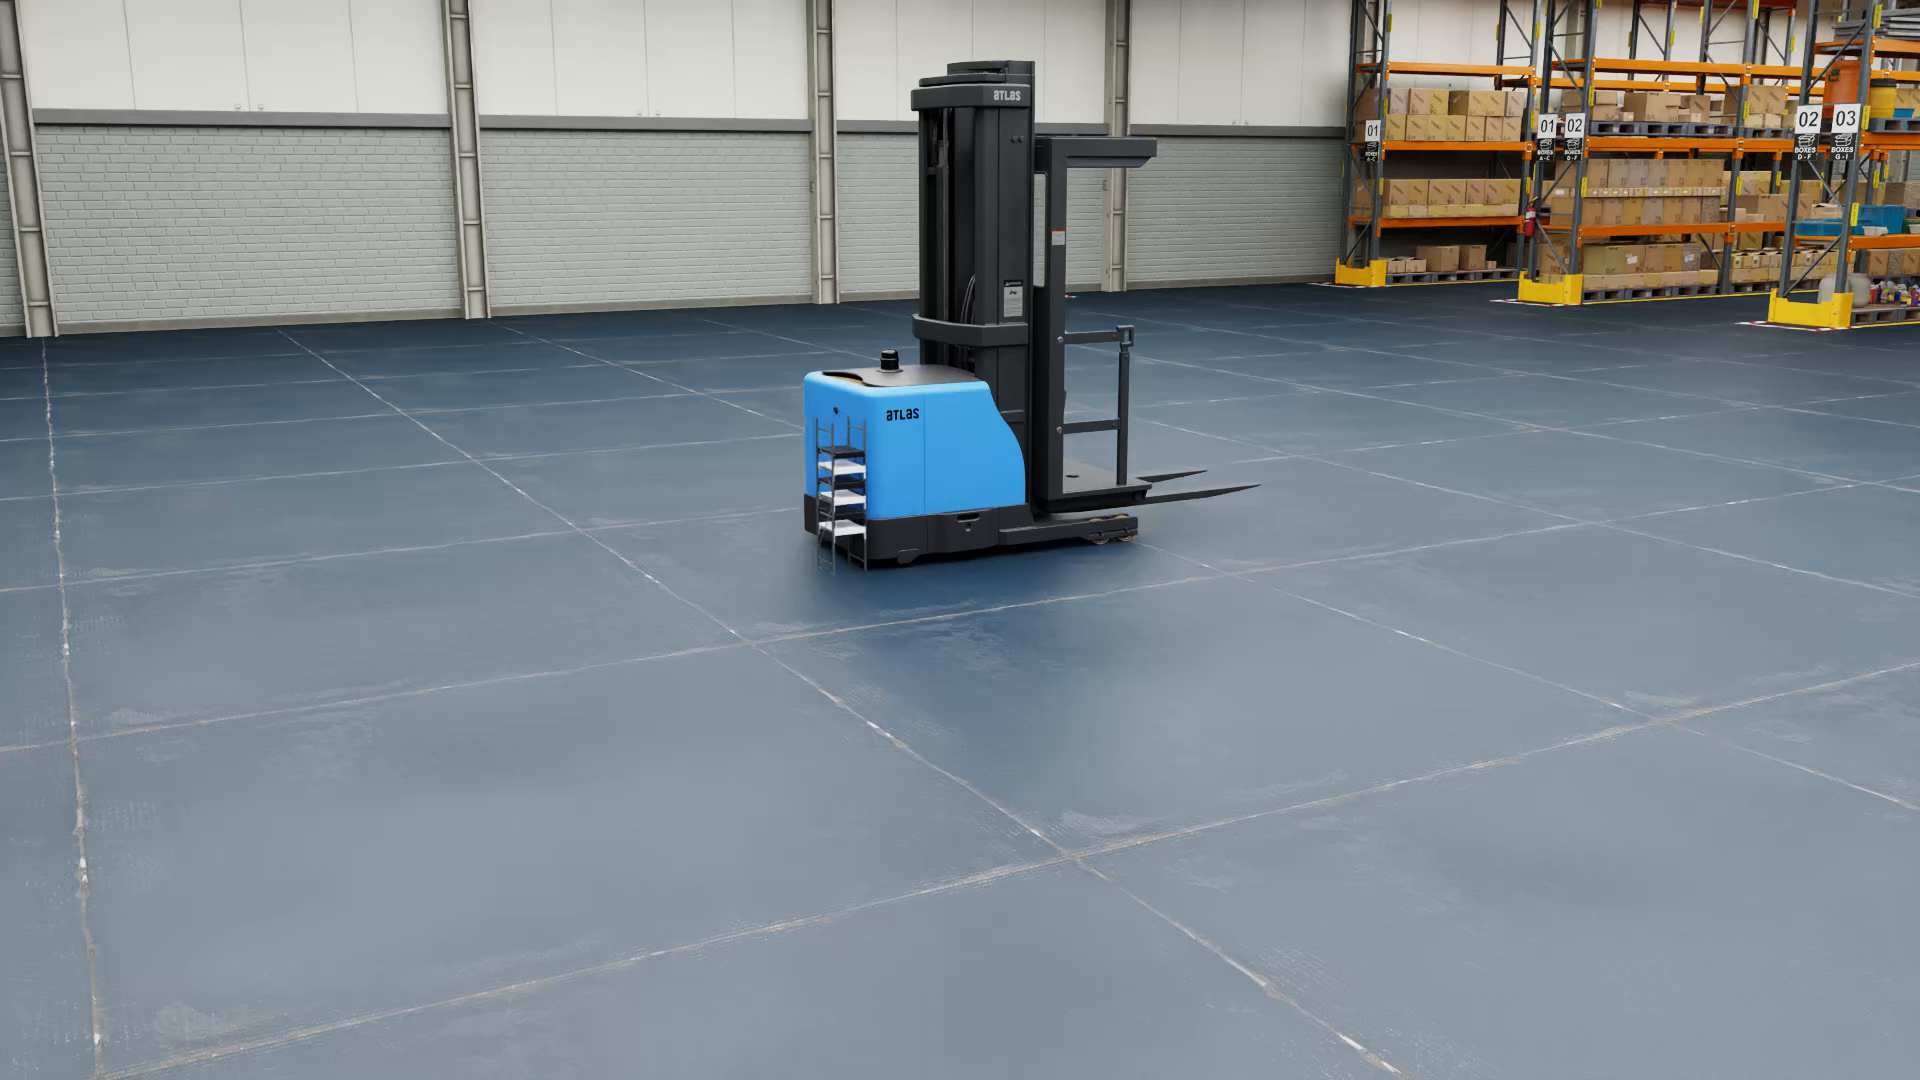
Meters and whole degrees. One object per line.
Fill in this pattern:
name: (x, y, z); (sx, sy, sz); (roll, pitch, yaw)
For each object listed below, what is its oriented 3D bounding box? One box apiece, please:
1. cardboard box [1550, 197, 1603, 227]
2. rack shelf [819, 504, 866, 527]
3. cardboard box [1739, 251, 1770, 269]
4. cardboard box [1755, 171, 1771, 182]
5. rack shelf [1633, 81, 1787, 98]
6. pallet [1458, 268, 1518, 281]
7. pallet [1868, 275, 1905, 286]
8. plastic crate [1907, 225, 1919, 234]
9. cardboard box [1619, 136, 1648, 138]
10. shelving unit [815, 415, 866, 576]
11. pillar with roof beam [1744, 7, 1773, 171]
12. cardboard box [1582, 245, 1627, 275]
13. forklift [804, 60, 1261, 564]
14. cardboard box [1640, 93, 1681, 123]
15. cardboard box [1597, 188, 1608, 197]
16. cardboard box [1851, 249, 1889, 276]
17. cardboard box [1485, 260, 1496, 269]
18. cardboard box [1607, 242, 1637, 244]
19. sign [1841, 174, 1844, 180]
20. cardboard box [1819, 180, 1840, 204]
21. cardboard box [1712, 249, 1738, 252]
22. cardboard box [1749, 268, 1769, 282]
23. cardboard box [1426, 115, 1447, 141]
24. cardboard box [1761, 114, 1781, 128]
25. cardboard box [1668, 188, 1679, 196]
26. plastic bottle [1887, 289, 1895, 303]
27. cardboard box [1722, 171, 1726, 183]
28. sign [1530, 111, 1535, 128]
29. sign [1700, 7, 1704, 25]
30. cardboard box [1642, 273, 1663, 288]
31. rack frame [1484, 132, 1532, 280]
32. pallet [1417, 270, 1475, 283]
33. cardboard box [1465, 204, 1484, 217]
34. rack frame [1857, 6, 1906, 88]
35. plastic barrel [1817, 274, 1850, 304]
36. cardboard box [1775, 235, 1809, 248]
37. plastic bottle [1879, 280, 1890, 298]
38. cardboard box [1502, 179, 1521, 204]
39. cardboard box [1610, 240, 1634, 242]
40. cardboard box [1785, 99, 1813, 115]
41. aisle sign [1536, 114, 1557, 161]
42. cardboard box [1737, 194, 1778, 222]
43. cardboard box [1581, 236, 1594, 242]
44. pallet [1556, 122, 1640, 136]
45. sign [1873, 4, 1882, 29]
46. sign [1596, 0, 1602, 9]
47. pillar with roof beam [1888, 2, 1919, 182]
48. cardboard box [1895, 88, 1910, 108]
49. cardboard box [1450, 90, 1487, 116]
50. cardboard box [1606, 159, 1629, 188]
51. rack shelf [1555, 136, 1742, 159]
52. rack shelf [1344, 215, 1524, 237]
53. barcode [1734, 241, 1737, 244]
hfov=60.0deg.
cardboard box: (10.787, -5.753, 29.111); (0.500, 0.500, 0.700); (-7, 14, -28)
rack shelf: (-0.697, -0.144, 9.755); (0.200, 0.077, 0.258); (-6, 14, -28)
cardboard box: (14.806, -5.262, 31.188); (0.500, 0.311, 0.500); (-7, 14, -29)
cardboard box: (18.240, -8.345, 38.199); (0.500, 0.250, 0.500); (-6, 14, -26)
rack shelf: (16.772, -10.044, 37.294); (4.000, 0.370, 1.077); (-7, 14, -28)
pallet: (10.933, -5.594, 34.987); (1.213, 0.211, 1.003); (-7, 14, -28)
pallet: (18.067, -5.210, 33.277); (1.213, 0.211, 1.003); (-7, 14, -28)
plastic crate: (14.949, -4.775, 25.594); (0.437, 0.136, 0.530); (-7, 14, -28)
cardboard box: (14.514, -8.755, 36.005); (0.500, 0.311, 0.500); (-7, 14, -28)
shelving unit: (-0.696, -0.264, 9.729); (0.210, 0.900, 0.258); (-6, 14, -28)
pillar with roof beam: (20.790, -10.211, 35.487); (0.548, 9.000, 9.100); (-7, 14, -28)
cardboard box: (11.387, -4.953, 29.384); (0.500, 0.500, 0.500); (-7, 14, -28)
forklift: (0.554, -1.496, 10.580); (3.031, 2.935, 1.130); (-7, 14, -28)
cardboard box: (12.377, -7.716, 29.721); (0.637, 0.503, 0.797); (-5, 14, -22)
cardboard box: (11.050, -6.051, 28.958); (0.250, 0.149, 0.380); (-7, 15, -29)
cardboard box: (17.930, -5.487, 32.849); (0.500, 0.500, 0.500); (-6, 14, -25)
cardboard box: (11.050, -5.803, 35.012); (0.250, 0.166, 0.380); (-9, 16, -35)
cardboard box: (12.010, -5.161, 30.307); (0.500, 0.500, 0.500); (-7, 14, -28)
sign: (21.778, -8.863, 41.009); (0.005, 0.325, 0.100); (-7, 14, -28)
cardboard box: (20.289, -8.228, 39.656); (0.700, 0.700, 0.980); (-8, 15, -31)
cardboard box: (14.554, -5.369, 31.662); (0.500, 0.311, 0.500); (-6, 14, -26)
cardboard box: (14.805, -4.990, 31.255); (0.500, 0.250, 0.500); (-6, 14, -26)
cardboard box: (9.350, -8.225, 33.222); (0.500, 0.500, 0.500); (-6, 14, -25)
cardboard box: (14.909, -7.794, 30.965); (0.500, 0.250, 0.500); (-8, 15, -33)
cardboard box: (12.631, -6.240, 29.800); (0.250, 0.149, 0.380); (-6, 14, -26)
plastic bottle: (14.739, -3.865, 26.322); (0.097, 0.201, 0.097); (0, 13, 0)
cardboard box: (16.892, -8.186, 37.491); (0.500, 0.250, 0.500); (-7, 15, -29)
sign: (11.772, -8.644, 34.178); (0.005, 0.325, 0.100); (-7, 14, -28)
sign: (13.612, -9.603, 30.474); (0.005, 0.325, 0.100); (-7, 14, -28)
cardboard box: (12.266, -4.692, 29.931); (0.500, 0.250, 0.500); (-7, 14, -28)
rack frame: (11.506, -7.032, 35.025); (0.127, 3.000, 1.000); (-7, 14, -28)
pallet: (9.861, -5.465, 34.413); (1.213, 0.211, 1.003); (-7, 14, -28)
cardboard box: (10.360, -6.754, 34.084); (0.500, 0.250, 0.500); (-7, 14, -28)
rack frame: (22.038, -11.222, 39.976); (0.127, 3.000, 1.000); (-7, 14, -28)
plastic barrel: (13.283, -3.777, 25.272); (0.421, 0.512, 0.421); (0, 13, 0)
cardboard box: (19.676, -6.970, 39.487); (0.500, 0.500, 0.700); (-7, 14, -28)
plastic bottle: (14.643, -3.956, 26.388); (0.185, 0.351, 0.144); (-6, 14, -26)
cardboard box: (11.239, -7.225, 34.471); (0.500, 0.500, 0.500); (-7, 14, -28)
cardboard box: (14.410, -6.362, 36.740); (0.500, 0.500, 0.700); (-7, 14, -27)
cardboard box: (19.288, -9.905, 38.406); (0.500, 0.500, 0.500); (-7, 14, -28)
aisle sign: (10.173, -6.975, 28.850); (0.004, 0.787, 0.394); (-7, 14, -28)
cardboard box: (15.027, -6.260, 31.365); (0.500, 0.500, 0.500); (-6, 14, -24)
cardboard box: (13.430, -6.625, 36.200); (0.500, 0.250, 0.500); (-7, 14, -28)
pallet: (11.005, -7.147, 28.904); (1.213, 0.211, 1.003); (-7, 14, -28)
sign: (13.001, -7.421, 23.563); (0.005, 0.325, 0.100); (-7, 14, -28)
sign: (10.632, -9.009, 27.658); (0.005, 0.325, 0.100); (-7, 14, -28)
pillar with roof beam: (26.057, -10.843, 38.292); (0.548, 9.000, 9.100); (-7, 14, -28)
cardboard box: (18.227, -8.597, 32.642); (0.500, 0.500, 0.500); (-7, 14, -28)
cardboard box: (10.266, -8.820, 33.588); (0.500, 0.500, 0.500); (-7, 15, -30)
cardboard box: (11.293, -6.448, 29.244); (0.500, 0.500, 0.700); (-7, 15, -29)
rack shelf: (12.127, -6.980, 29.600); (4.000, 0.370, 1.077); (-7, 14, -28)
rack shelf: (9.750, -6.471, 34.169); (4.000, 0.370, 1.077); (-7, 14, -28)
barcode: (14.306, -5.488, 30.668); (0.075, 0.075, 0.001); (-7, 14, -28)
